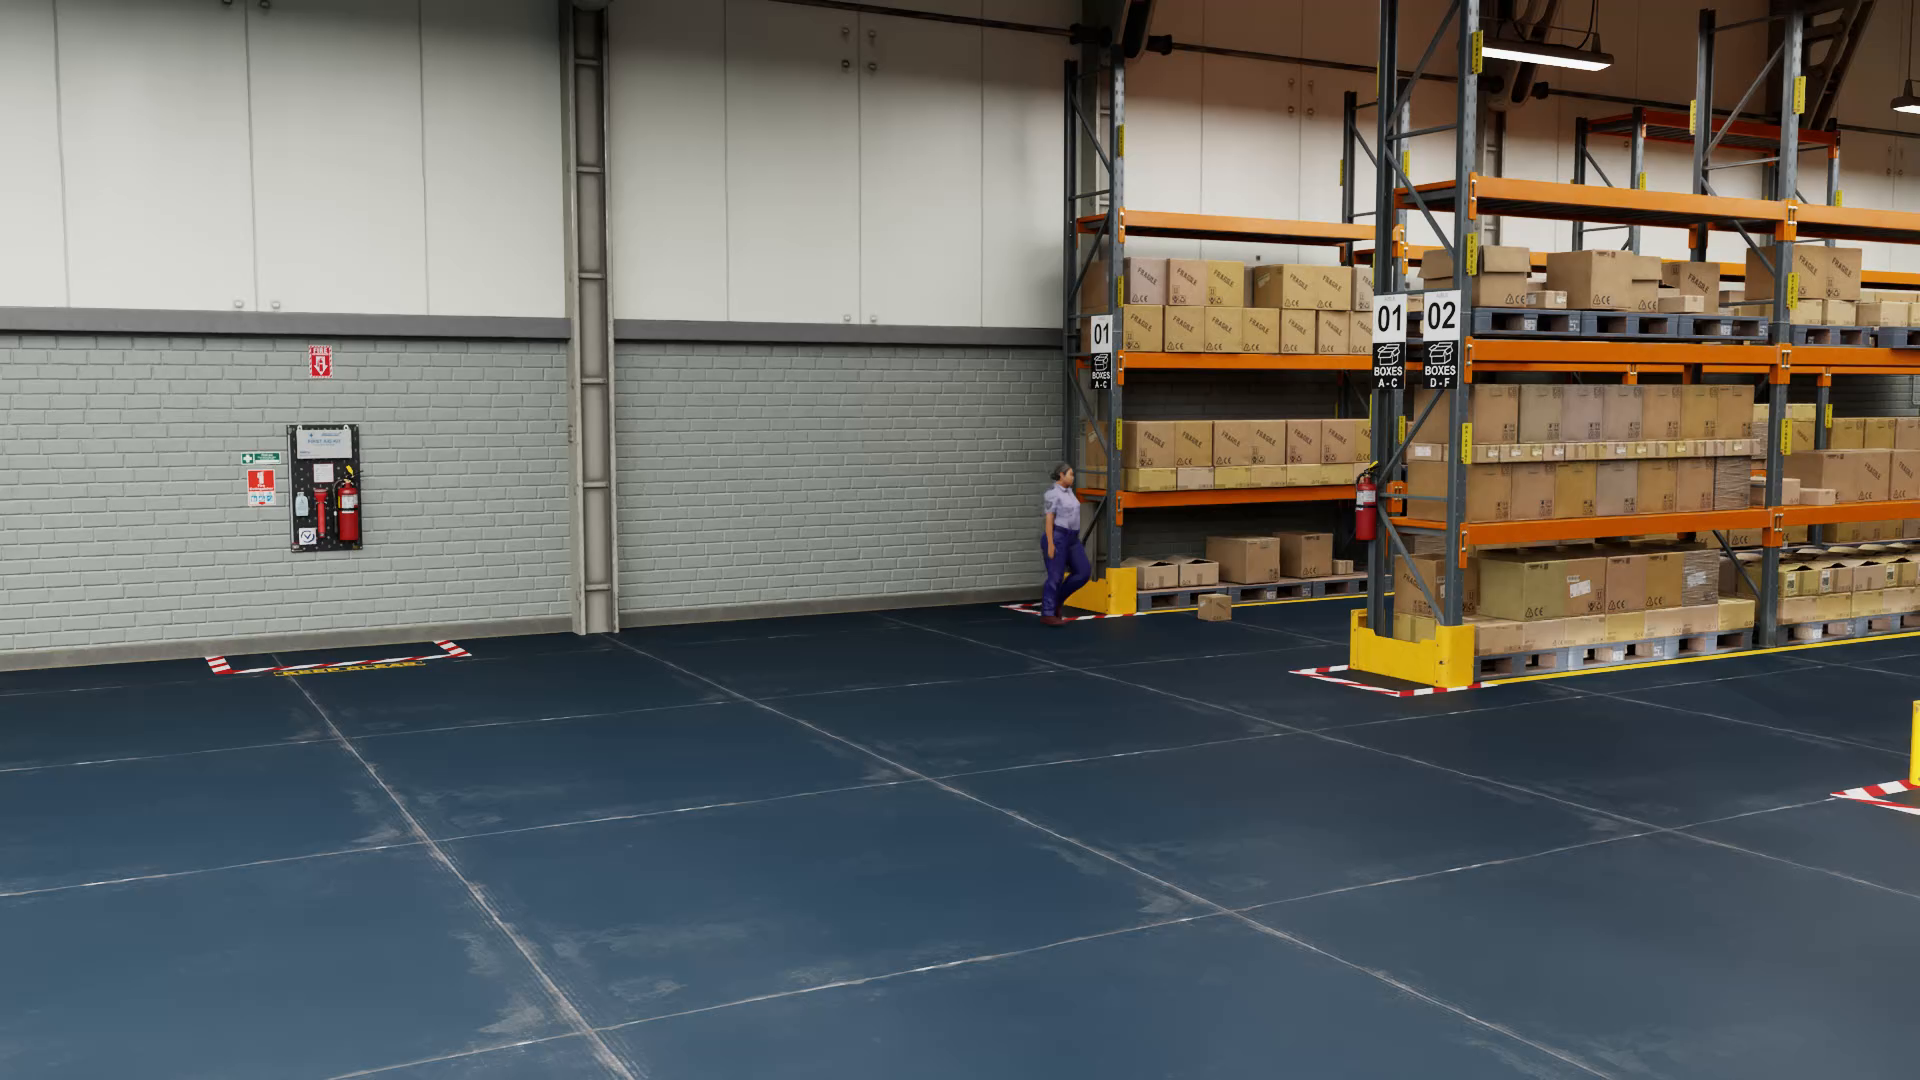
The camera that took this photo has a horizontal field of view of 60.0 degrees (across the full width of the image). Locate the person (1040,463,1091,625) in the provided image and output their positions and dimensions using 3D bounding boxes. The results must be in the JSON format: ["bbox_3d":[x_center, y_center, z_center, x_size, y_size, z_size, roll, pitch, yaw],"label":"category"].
[{"bbox_3d":[1.070,0.039,16.971,0.451,1.639,0.536,4,6,36],"label":"person"}]
